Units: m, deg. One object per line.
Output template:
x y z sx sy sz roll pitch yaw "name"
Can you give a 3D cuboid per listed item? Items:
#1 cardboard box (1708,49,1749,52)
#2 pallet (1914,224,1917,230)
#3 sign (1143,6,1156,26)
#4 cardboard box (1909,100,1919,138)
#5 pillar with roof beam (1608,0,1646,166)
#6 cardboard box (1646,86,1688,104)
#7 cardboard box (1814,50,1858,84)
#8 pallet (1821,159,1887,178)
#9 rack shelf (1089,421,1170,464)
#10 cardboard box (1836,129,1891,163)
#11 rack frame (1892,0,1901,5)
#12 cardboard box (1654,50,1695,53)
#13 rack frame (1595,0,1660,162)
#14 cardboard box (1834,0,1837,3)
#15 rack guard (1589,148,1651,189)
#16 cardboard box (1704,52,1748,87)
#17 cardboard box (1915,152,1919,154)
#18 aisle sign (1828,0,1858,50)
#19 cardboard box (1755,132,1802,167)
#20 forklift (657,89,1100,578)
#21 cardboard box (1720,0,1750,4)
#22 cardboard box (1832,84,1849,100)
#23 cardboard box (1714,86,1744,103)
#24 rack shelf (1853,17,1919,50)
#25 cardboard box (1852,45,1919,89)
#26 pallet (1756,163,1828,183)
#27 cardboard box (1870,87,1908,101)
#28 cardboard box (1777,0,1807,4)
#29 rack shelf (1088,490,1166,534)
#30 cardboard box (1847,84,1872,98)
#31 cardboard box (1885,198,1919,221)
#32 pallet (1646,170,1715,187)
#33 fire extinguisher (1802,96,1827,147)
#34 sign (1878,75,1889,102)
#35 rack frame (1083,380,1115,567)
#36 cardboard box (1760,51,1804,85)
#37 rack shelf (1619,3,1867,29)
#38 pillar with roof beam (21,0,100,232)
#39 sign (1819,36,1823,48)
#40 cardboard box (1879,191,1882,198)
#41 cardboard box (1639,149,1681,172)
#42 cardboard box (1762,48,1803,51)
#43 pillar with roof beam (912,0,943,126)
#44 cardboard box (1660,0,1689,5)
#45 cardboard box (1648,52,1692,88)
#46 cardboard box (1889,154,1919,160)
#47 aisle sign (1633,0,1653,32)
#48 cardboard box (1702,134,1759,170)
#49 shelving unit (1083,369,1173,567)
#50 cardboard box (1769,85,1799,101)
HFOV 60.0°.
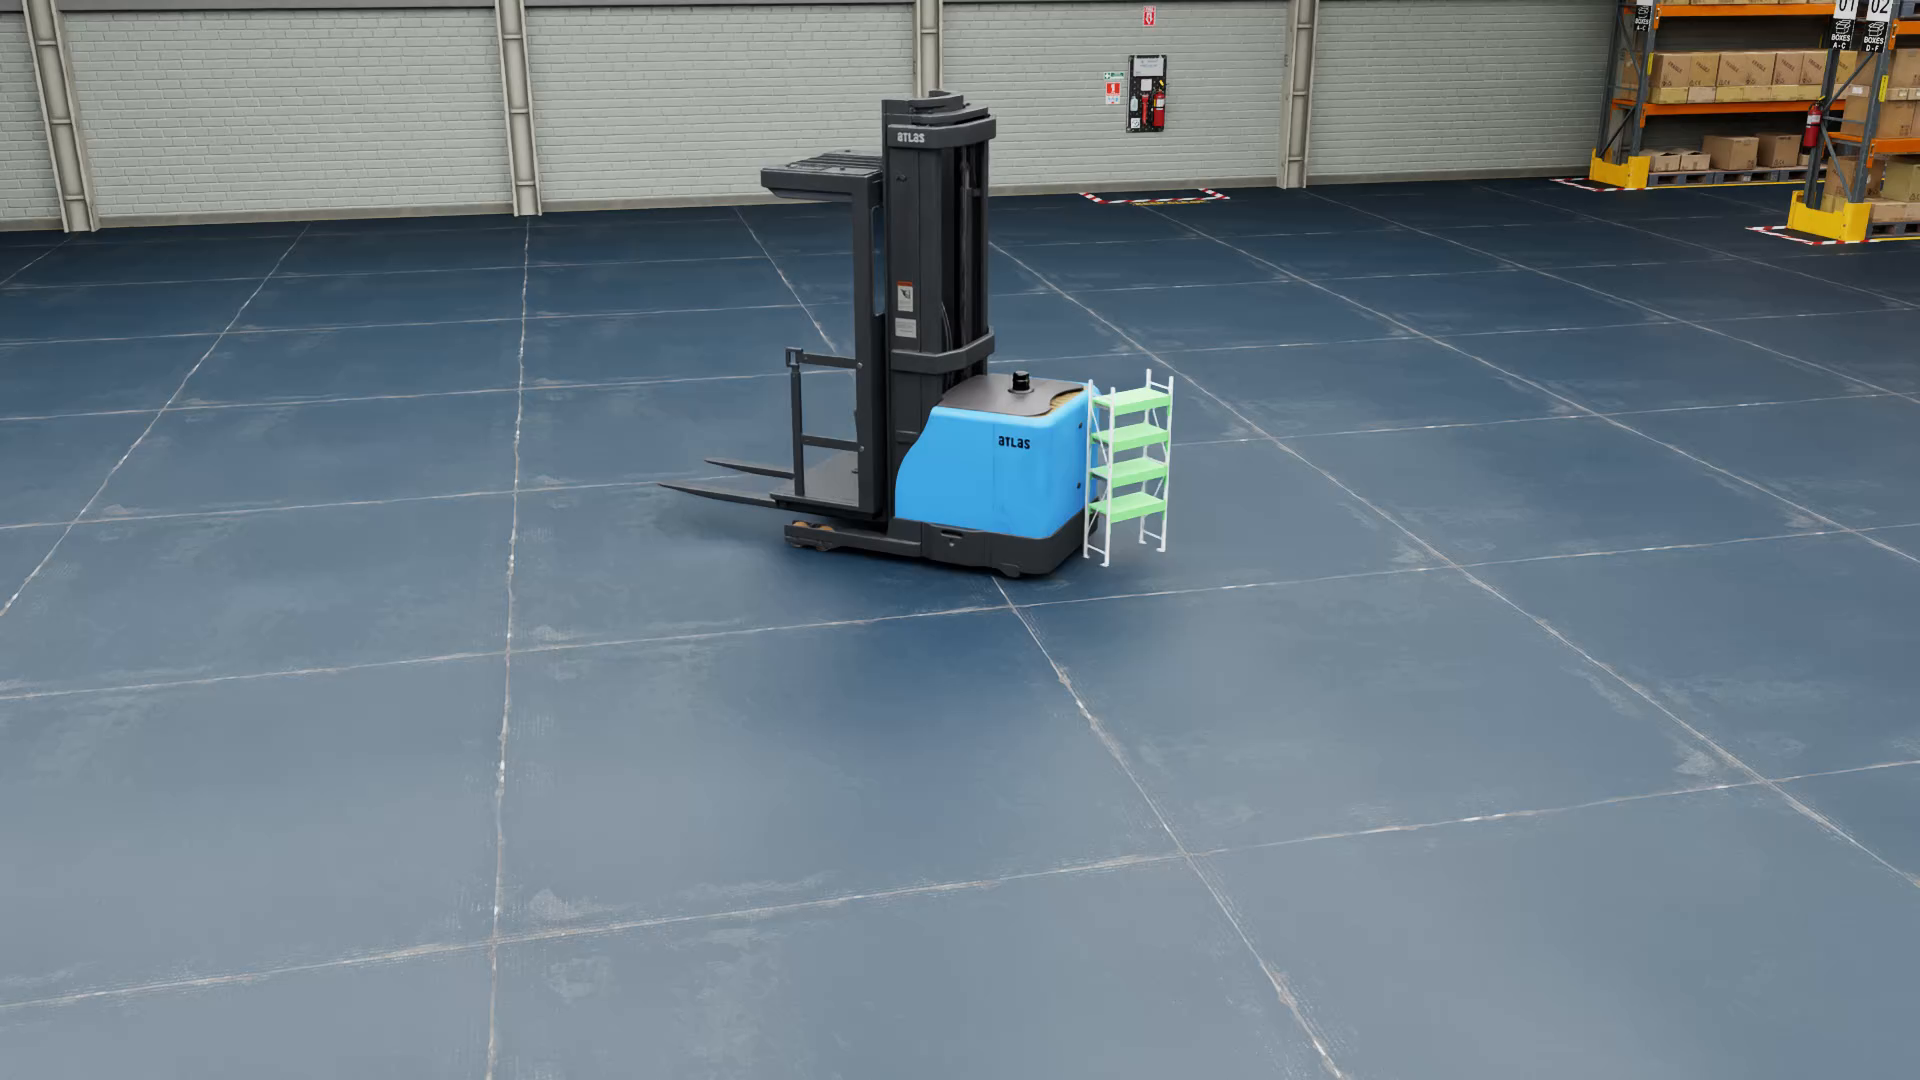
12.609 -7.778 27.285 0.500 0.500 0.500 -4 21 -12 "cardboard box"
13.778 -4.462 23.189 1.213 0.211 1.003 -5 21 -12 "pallet"
2.914 -8.068 25.608 0.199 0.298 0.001 -5 21 -12 "sign"
12.826 -5.724 22.435 0.500 0.500 0.700 -4 21 -11 "cardboard box"
12.188 -8.980 22.747 0.400 9.000 9.100 -5 21 -12 "pillar with roof beam"
11.263 -7.131 26.609 0.500 0.250 0.500 -5 21 -14 "cardboard box"
14.219 -7.726 27.144 0.500 0.500 0.500 -5 21 -13 "cardboard box"
15.365 -6.329 28.284 1.213 0.211 1.003 -5 21 -12 "pallet"
1.096 -0.637 10.793 0.480 0.148 0.258 -13 24 -33 "rack shelf"
15.320 -6.673 28.164 0.500 0.500 0.700 -4 20 -11 "cardboard box"
11.858 -8.418 21.213 0.127 3.000 1.000 -5 21 -12 "rack frame"
11.617 -7.695 27.060 0.500 0.500 0.500 -4 21 -12 "cardboard box"
10.715 -7.259 26.771 0.127 3.000 1.000 -5 21 -12 "rack frame"
14.171 -8.918 26.763 0.500 0.500 0.500 -4 21 -11 "cardboard box"
10.789 -6.092 27.217 0.348 0.500 1.175 -5 21 -12 "rack guard"
12.236 -7.562 26.696 0.500 0.500 0.500 -5 21 -14 "cardboard box"
16.317 -6.757 28.395 0.500 0.500 0.700 -4 21 -12 "cardboard box"
11.727 -6.915 22.052 0.004 0.787 0.394 -5 21 -12 "aisle sign"
13.607 -6.513 27.729 0.500 0.500 0.500 -6 21 -17 "cardboard box"
-0.624 -1.457 11.031 3.031 2.935 1.130 9 22 23 "forklift"
12.133 -8.740 26.277 0.500 0.500 0.500 -4 20 -10 "cardboard box"
14.216 -7.376 27.278 0.500 0.250 0.500 -5 21 -12 "cardboard box"
12.262 -7.215 26.838 0.500 0.250 0.500 -5 21 -13 "cardboard box"
13.805 -6.830 22.285 4.000 0.370 1.077 -5 21 -12 "rack shelf"
12.367 -6.294 22.105 0.500 0.500 0.700 -5 21 -12 "cardboard box"
13.962 -6.202 27.937 1.213 0.211 1.003 -5 21 -12 "pallet"
12.290 -5.912 22.004 0.250 0.149 0.380 -5 21 -13 "cardboard box"
13.147 -8.826 26.512 0.500 0.500 0.500 -5 21 -15 "cardboard box"
1.094 -0.186 10.959 0.480 0.148 0.258 -13 24 -33 "rack shelf"
12.186 -6.047 22.373 0.250 0.149 0.380 -5 21 -13 "cardboard box"
12.917 -4.516 22.670 0.500 0.250 0.500 -5 21 -12 "cardboard box"
11.588 -6.008 27.410 1.213 0.211 1.003 -5 21 -12 "pallet"
11.637 -5.711 22.657 0.183 0.674 0.296 -5 21 -12 "fire extinguisher"
11.980 -5.859 21.574 0.005 0.325 0.100 -5 21 -12 "sign"
0.895 -0.424 10.722 0.015 1.200 0.240 -13 24 -33 "rack frame"
13.242 -7.648 26.932 0.500 0.500 0.500 -5 21 -14 "cardboard box"
12.661 -8.488 26.811 4.000 0.370 1.077 -5 21 -12 "rack shelf"
-11.168 -7.081 17.561 0.400 9.000 9.100 -5 21 -12 "pillar with roof beam"
14.476 -8.305 27.942 0.005 0.325 0.100 -5 21 -12 "sign"
12.796 -4.693 23.151 0.500 0.250 0.500 -5 21 -12 "cardboard box"
11.409 -6.228 27.225 0.500 0.311 0.500 -7 21 -19 "cardboard box"
13.598 -7.860 27.510 0.500 0.500 0.500 -5 21 -13 "cardboard box"
0.510 -8.030 20.154 0.400 9.000 9.100 -5 21 -12 "pillar with roof beam"
11.098 -8.667 26.078 0.500 0.500 0.500 -4 21 -11 "cardboard box"
11.249 -7.488 26.493 0.500 0.500 0.500 -5 21 -12 "cardboard box"
13.282 -5.086 23.134 0.500 0.500 0.500 -5 21 -12 "cardboard box"
10.714 -8.374 26.034 0.004 0.787 0.394 -5 21 -12 "aisle sign"
12.689 -6.403 27.428 0.500 0.500 0.700 -6 21 -16 "cardboard box"
1.095 -0.471 10.854 0.503 1.200 0.258 -13 24 -33 "shelving unit"
13.244 -7.294 27.055 0.500 0.250 0.500 -5 21 -13 "cardboard box"
